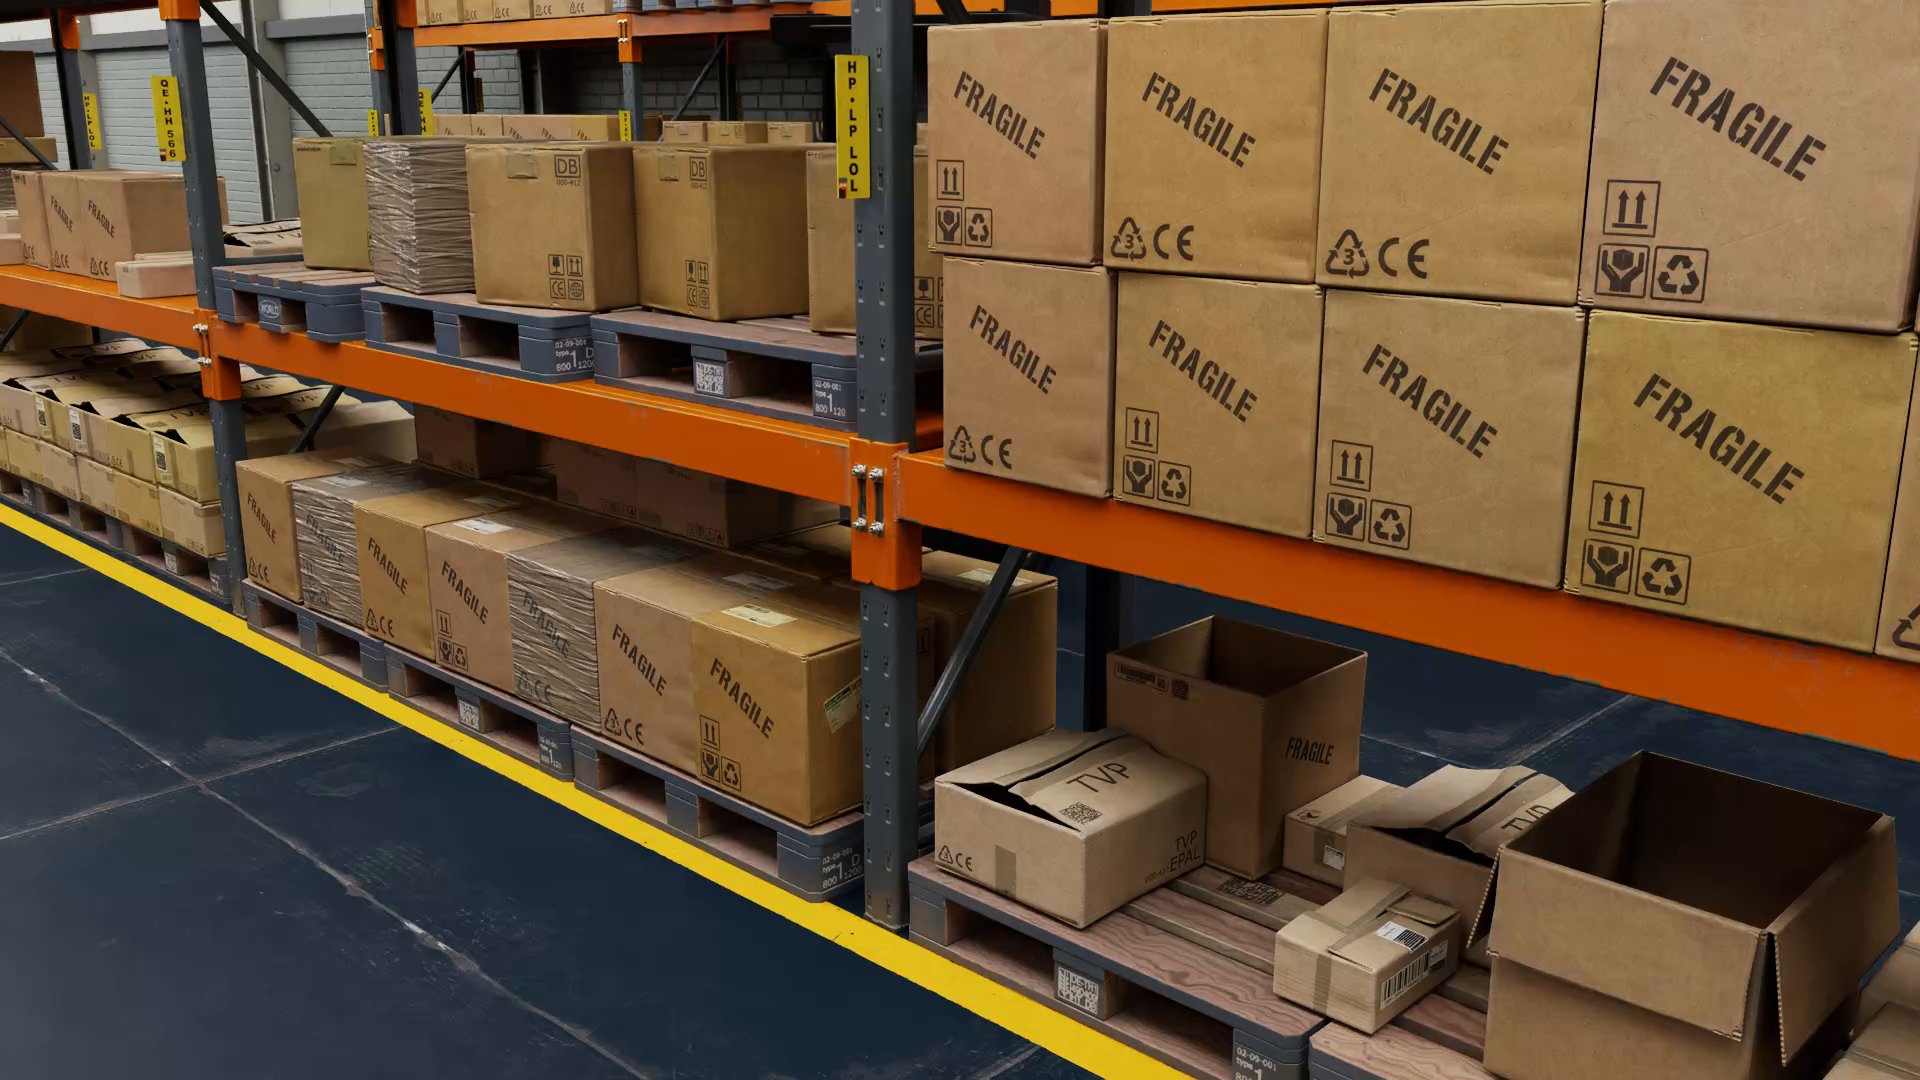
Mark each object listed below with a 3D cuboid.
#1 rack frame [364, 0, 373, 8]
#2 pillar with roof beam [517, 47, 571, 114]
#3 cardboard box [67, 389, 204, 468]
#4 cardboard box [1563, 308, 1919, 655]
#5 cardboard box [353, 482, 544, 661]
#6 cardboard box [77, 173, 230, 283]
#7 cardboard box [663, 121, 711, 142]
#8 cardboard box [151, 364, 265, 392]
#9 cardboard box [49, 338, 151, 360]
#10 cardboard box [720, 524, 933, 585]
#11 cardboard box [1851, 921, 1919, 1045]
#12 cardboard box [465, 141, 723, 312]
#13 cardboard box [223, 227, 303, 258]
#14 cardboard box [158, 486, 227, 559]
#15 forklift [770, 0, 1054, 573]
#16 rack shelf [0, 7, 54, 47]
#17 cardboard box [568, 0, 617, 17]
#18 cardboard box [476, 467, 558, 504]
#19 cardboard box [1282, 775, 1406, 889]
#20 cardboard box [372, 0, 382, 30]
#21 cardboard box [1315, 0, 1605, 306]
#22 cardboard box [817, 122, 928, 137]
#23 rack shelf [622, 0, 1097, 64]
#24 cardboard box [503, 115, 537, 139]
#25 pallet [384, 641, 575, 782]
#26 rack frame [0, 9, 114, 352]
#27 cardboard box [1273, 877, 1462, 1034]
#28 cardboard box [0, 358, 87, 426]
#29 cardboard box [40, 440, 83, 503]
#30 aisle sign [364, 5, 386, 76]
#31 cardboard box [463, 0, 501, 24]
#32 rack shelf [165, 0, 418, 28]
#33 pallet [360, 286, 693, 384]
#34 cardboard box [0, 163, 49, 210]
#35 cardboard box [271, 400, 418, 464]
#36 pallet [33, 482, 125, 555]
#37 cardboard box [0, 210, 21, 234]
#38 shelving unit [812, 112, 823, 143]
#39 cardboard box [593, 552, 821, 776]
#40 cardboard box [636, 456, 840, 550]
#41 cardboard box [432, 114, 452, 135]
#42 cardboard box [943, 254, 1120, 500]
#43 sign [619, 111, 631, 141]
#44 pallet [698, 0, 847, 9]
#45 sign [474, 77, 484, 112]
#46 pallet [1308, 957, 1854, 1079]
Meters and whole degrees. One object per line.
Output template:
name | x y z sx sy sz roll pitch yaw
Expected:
rack frame | -5.071 -6.409 15.181 0.127 3.000 1.000 14 20 42
pillar with roof beam | -6.955 -5.662 12.315 0.400 9.000 9.100 14 20 42
cardboard box | -4.035 -0.575 8.200 0.500 0.311 0.500 13 20 42
cardboard box | 1.406 -0.150 2.860 0.500 0.500 0.500 13 20 41
cardboard box | -1.880 0.102 6.178 0.500 0.500 0.500 13 20 41
cardboard box | -3.967 -1.545 8.214 0.500 0.500 0.500 12 19 39
cardboard box | -1.849 -2.972 12.817 0.500 0.500 0.700 14 20 42
cardboard box | -4.041 -0.765 8.926 0.500 0.311 0.500 13 20 42
cardboard box | -5.136 -1.031 9.948 0.500 0.311 0.500 14 20 42
cardboard box | -0.439 0.271 5.529 0.500 0.500 0.500 14 20 43
cardboard box | 2.097 0.990 3.263 0.500 0.250 0.500 14 20 42
cardboard box | -1.183 -1.055 5.502 0.500 0.500 0.700 8 17 28
cardboard box | -2.979 -1.234 7.397 0.500 0.311 0.500 -13 19 -41
cardboard box | -3.295 -0.126 7.588 0.500 0.250 0.500 -14 20 -43
forklift | -0.163 -1.267 7.480 1.130 2.935 3.031 4 15 15
rack shelf | -7.067 -3.359 10.854 4.000 0.370 1.077 14 20 42
cardboard box | -2.728 -4.359 13.026 0.500 0.500 0.500 -14 20 -43
cardboard box | -1.539 0.003 6.558 0.500 0.500 0.500 13 19 40
cardboard box | 1.051 0.764 4.333 0.250 0.149 0.380 14 20 42
cardboard box | -5.004 -4.911 15.146 0.500 0.500 0.500 -14 20 -43
cardboard box | 1.017 -0.724 3.081 0.500 0.500 0.500 13 19 41
cardboard box | -0.569 -2.661 11.626 0.500 0.500 0.700 14 20 42
rack shelf | -0.751 -3.559 11.620 4.000 0.370 1.077 14 20 42
cardboard box | -3.465 -3.309 13.952 0.500 0.500 0.500 13 19 41
pallet | -1.362 0.495 6.115 1.213 0.211 1.003 14 20 42
rack frame | -5.627 -1.906 9.798 0.127 3.000 1.000 14 20 42
cardboard box | 0.914 0.915 3.719 0.250 0.166 0.380 14 20 42
cardboard box | -5.146 -0.844 9.230 0.500 0.311 0.500 13 20 42
cardboard box | -4.401 -0.394 8.615 0.500 0.250 0.500 -14 20 -43
aisle sign | -5.331 -4.722 15.449 0.004 0.787 0.394 14 20 42
cardboard box | -3.865 -4.631 14.069 0.500 0.500 0.500 -13 19 -41
rack shelf | -1.308 -1.959 5.480 4.000 0.370 1.077 14 20 42
pallet | -1.344 -0.773 5.832 1.213 0.211 1.003 14 20 42
cardboard box | -5.951 -2.031 10.079 0.500 0.500 0.700 13 19 41
cardboard box | -2.921 -0.495 7.890 0.500 0.311 0.500 -14 20 -42
pallet | -4.187 -0.221 8.862 1.213 0.211 1.003 14 20 42
cardboard box | -5.242 -1.755 9.516 0.500 0.250 0.500 -13 19 -41
shelving unit | -0.535 -1.314 9.309 0.503 2.100 0.431 0 14 0
cardboard box | -0.772 0.369 5.154 0.500 0.500 0.500 14 20 42
cardboard box | -0.767 -0.176 5.756 0.500 0.250 0.500 14 20 42
cardboard box | -4.587 -3.579 14.991 0.500 0.500 0.500 14 20 42
cardboard box | 0.310 -0.416 3.880 0.500 0.500 0.500 -14 20 -43
sign | -2.562 -3.125 12.759 0.005 0.325 0.100 14 20 42
pallet | -1.072 -3.858 11.713 1.003 0.211 1.213 14 20 42
sign | -4.671 -4.316 16.125 0.005 0.325 0.100 14 20 42
pallet | 1.508 1.178 3.494 1.213 0.211 1.003 14 20 42
